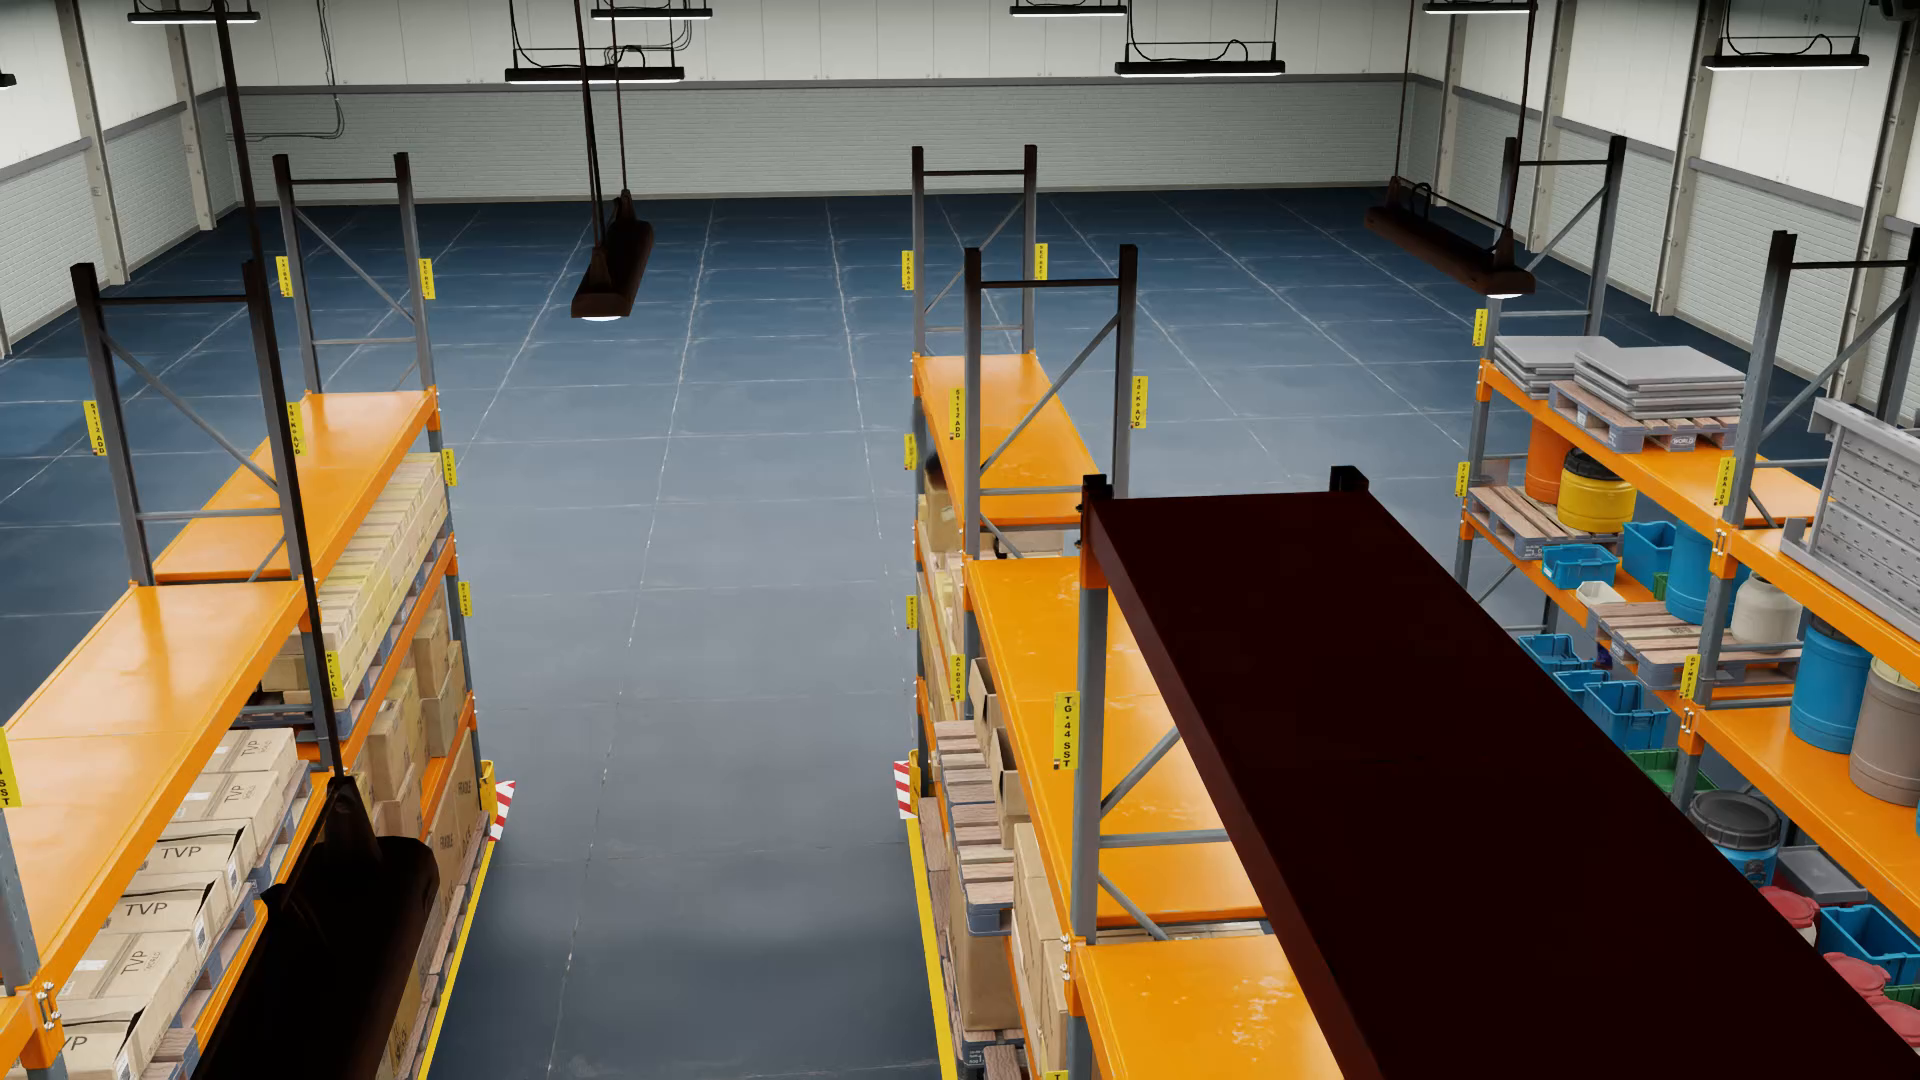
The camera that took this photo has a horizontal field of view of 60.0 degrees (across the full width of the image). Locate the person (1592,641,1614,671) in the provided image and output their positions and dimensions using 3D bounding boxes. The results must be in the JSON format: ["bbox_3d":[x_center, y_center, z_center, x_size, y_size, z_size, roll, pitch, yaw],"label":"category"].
[{"bbox_3d":[7.091,0.634,17.823,0.530,1.624,0.524,12,25,28],"label":"person"}]
